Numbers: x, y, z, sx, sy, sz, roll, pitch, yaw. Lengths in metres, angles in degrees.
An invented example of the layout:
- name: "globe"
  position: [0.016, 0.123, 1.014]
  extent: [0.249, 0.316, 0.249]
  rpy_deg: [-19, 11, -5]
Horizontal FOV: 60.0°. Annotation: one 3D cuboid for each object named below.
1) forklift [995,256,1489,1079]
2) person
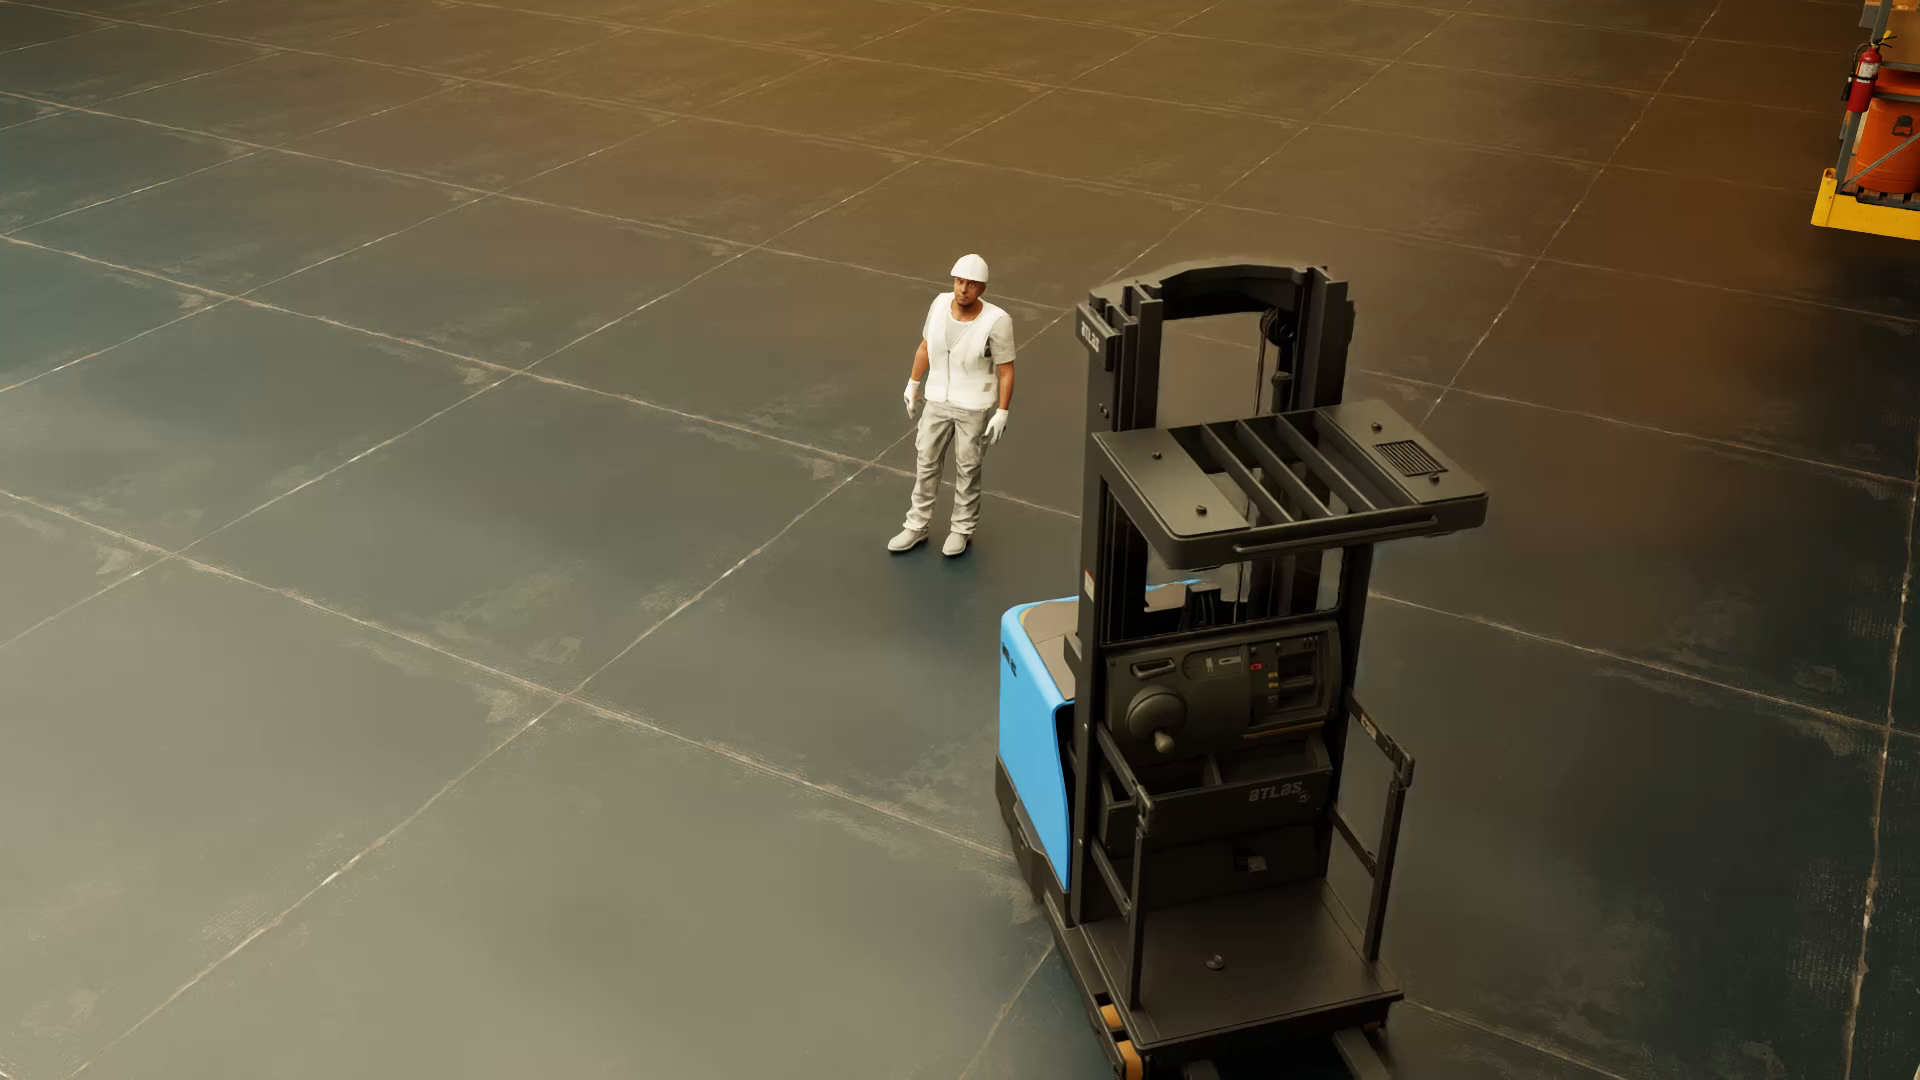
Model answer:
- name: "forklift"
  position: [1.049, 0.600, 6.032]
  extent: [1.130, 2.935, 3.031]
  rpy_deg: [-8, 31, -13]
- name: "person"
  position: [-0.042, -0.748, 9.502]
  extent: [0.656, 1.784, 0.575]
  rpy_deg: [15, 33, 25]
